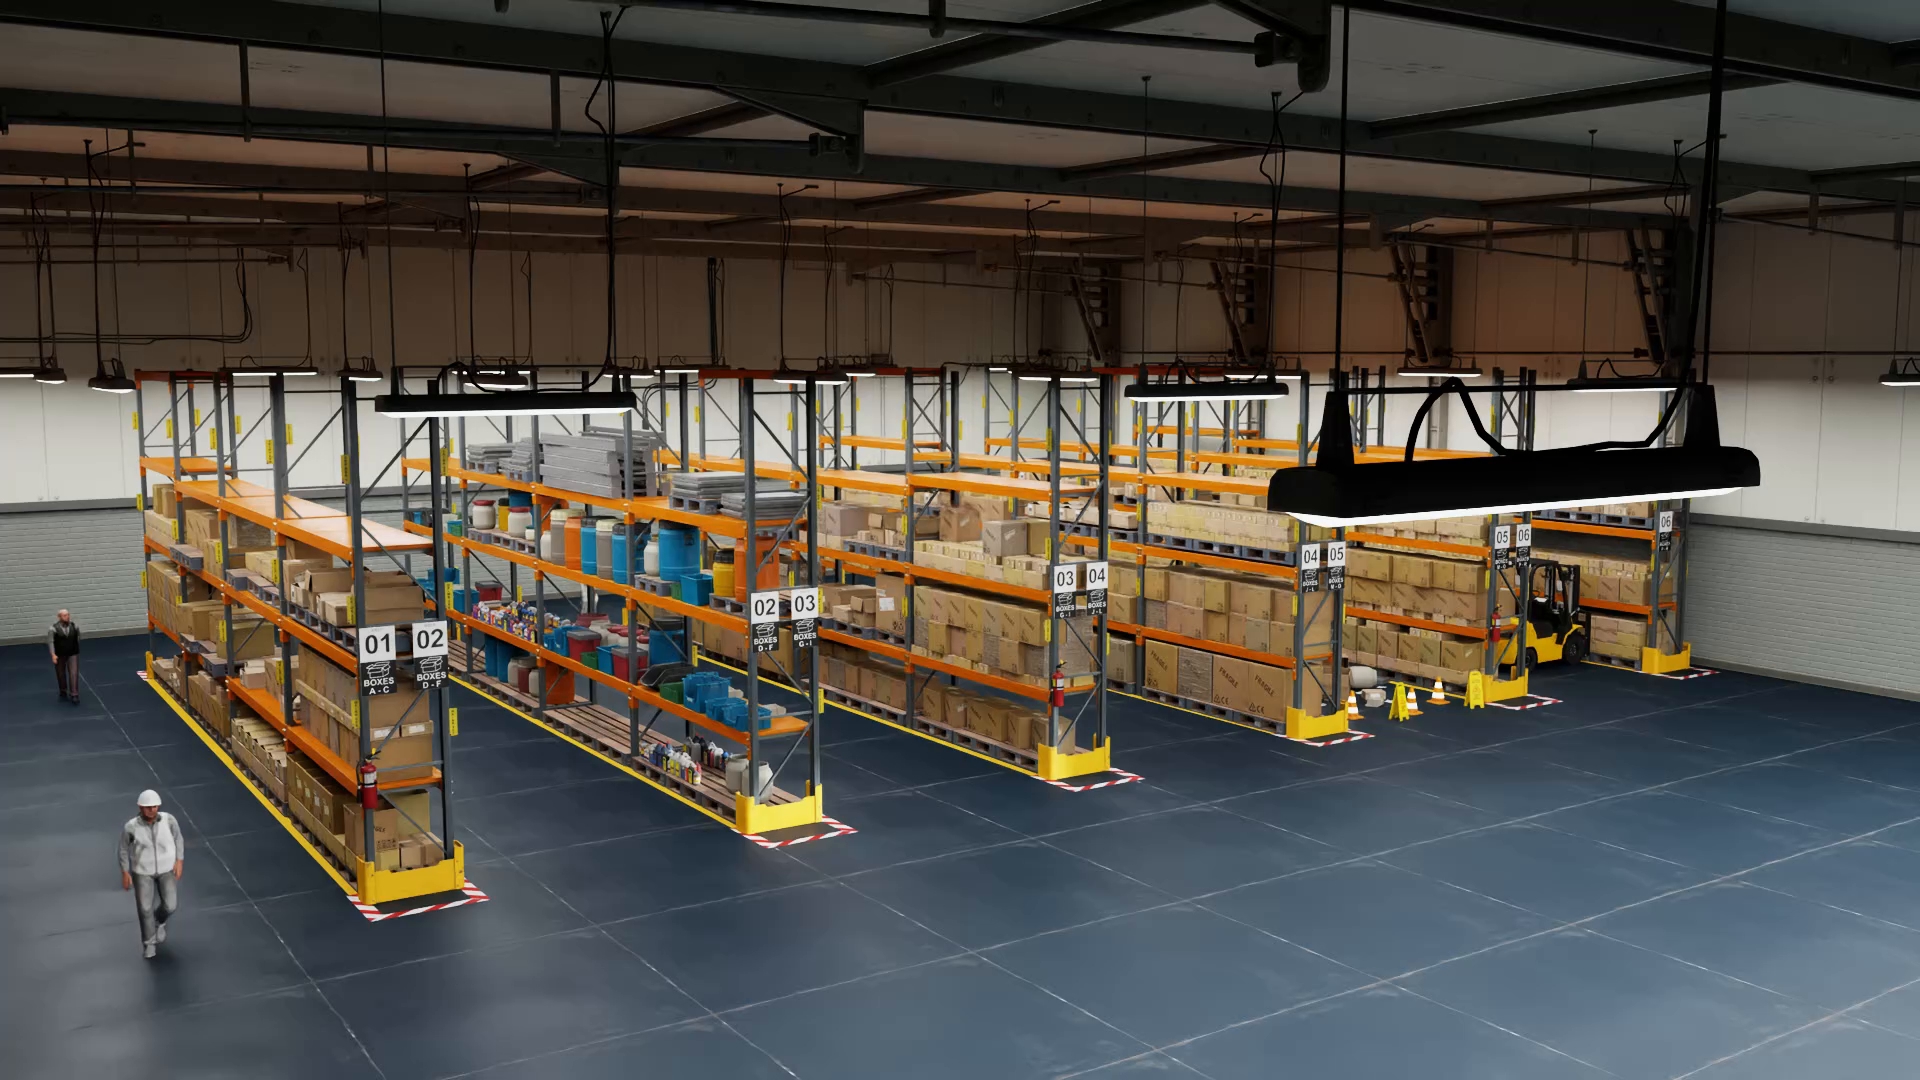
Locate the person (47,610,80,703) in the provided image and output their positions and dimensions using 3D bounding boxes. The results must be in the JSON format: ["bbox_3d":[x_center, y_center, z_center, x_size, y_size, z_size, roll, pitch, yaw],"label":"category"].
[{"bbox_3d":[-16.208,2.089,30.111,0.539,1.661,1.069,-4,8,-31],"label":"person"}]

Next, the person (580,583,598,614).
[{"bbox_3d":[-8.104,1.367,36.343,0.541,1.832,0.616,-1,7,-9],"label":"person"}]

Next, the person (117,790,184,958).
[{"bbox_3d":[-8.575,3.484,17.635,0.633,1.760,0.602,-4,8,-34],"label":"person"}]
